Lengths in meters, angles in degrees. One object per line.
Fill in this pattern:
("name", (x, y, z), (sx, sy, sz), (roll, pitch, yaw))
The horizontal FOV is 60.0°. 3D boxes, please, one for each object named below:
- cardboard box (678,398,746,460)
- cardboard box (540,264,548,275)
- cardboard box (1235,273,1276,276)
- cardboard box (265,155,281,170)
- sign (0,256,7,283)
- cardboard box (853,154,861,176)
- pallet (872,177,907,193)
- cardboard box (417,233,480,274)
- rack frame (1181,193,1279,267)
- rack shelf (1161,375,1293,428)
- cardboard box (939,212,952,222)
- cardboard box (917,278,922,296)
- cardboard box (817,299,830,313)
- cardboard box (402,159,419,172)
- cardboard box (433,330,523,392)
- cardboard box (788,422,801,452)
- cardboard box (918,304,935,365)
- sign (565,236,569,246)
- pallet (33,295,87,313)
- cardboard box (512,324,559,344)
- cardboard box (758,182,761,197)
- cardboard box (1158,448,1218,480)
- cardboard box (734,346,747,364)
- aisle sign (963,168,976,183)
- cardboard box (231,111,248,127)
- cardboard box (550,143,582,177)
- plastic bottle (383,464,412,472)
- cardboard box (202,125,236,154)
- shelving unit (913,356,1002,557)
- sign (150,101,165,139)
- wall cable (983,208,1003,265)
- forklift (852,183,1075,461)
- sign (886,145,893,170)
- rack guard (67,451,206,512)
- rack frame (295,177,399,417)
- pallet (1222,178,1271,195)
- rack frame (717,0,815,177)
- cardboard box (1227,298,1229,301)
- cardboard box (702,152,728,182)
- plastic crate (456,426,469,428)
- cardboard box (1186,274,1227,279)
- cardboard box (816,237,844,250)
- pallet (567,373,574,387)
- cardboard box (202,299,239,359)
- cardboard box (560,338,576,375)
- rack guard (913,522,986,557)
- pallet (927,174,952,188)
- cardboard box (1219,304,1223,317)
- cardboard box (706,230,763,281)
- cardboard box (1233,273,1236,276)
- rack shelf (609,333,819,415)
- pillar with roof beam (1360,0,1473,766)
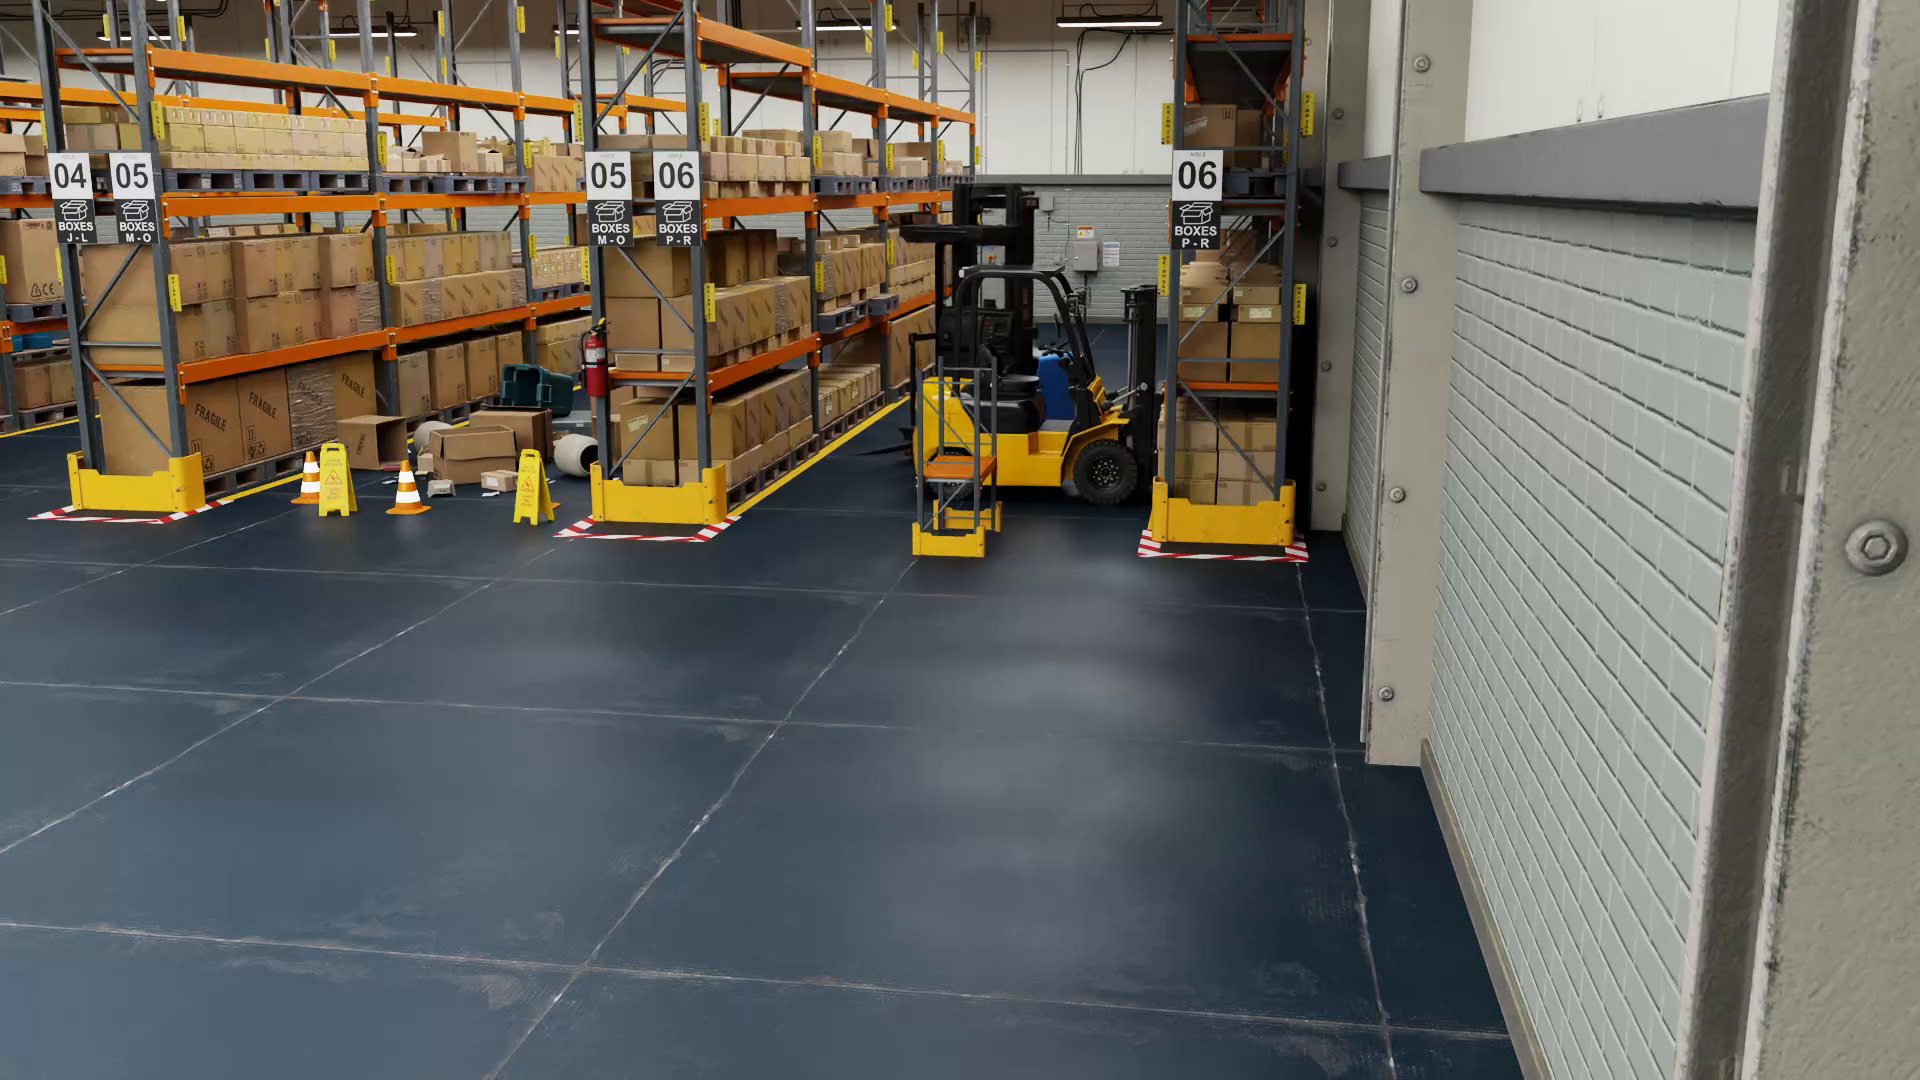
("cardboard box", (-2.292, -1.029, 15.398), (0.500, 0.500, 0.500), (1, 12, 7))
("cardboard box", (-6.056, -3.821, 23.495), (0.380, 0.149, 0.250), (2, 12, 11))
("cardboard box", (2.779, -2.428, 15.656), (0.380, 0.149, 0.250), (2, 12, 10))
("cardboard box", (-6.997, -3.751, 16.521), (0.380, 0.149, 0.250), (2, 12, 9))
("sign", (-11.332, -3.198, 19.659), (0.100, 0.325, 0.005), (2, 12, 9))
("cardboard box", (-1.458, -4.388, 19.474), (0.500, 0.250, 0.500), (2, 12, 8))
("pallet", (-1.415, -4.812, 22.532), (1.213, 0.211, 1.003), (2, 12, 11))
("cardboard box", (-6.601, -3.674, 21.312), (0.700, 0.500, 0.500), (2, 12, 8))
("rack frame", (2.828, -2.310, 17.592), (1.000, 3.000, 0.127), (2, 12, 9))
("rack shelf", (2.521, -1.542, 15.736), (1.077, 0.370, 4.000), (2, 12, 9))
("cardboard box", (-0.289, -5.364, 27.612), (0.380, 0.149, 0.250), (2, 12, 9))
("cardboard box", (-0.843, -3.750, 24.630), (0.500, 0.250, 0.500), (2, 12, 7))
("cardboard box", (-1.680, -2.657, 18.803), (0.380, 0.149, 0.250), (2, 12, 9))
("cardboard box", (-6.579, -4.415, 19.601), (0.250, 0.149, 0.380), (2, 12, 9))
("cardboard box", (-6.551, -2.424, 22.463), (1.050, 0.750, 0.750), (2, 12, 8))
("cardboard box", (-1.974, -1.088, 17.453), (0.500, 0.250, 0.500), (2, 12, 7))
("cardboard box", (-0.863, -3.170, 25.631), (0.875, 0.875, 0.875), (2, 12, 10))
("sign", (-6.291, -4.714, 26.692), (0.100, 0.325, 0.005), (2, 12, 9))
("pallet", (-11.518, -3.117, 21.790), (1.003, 0.211, 1.213), (2, 12, 9))
("cardboard box", (-6.023, -2.928, 23.615), (0.500, 0.250, 0.500), (1, 12, 6))
("cardboard box", (-2.125, -3.365, 15.962), (0.380, 0.149, 0.250), (2, 12, 7))
("cardboard box", (1.979, -0.694, 14.438), (0.500, 0.250, 0.500), (2, 12, 8))
("cardboard box", (-2.205, -1.735, 15.523), (0.380, 0.149, 0.250), (2, 12, 10))
("aisle sign", (0.086, -6.244, 29.675), (0.394, 0.787, 0.004), (2, 12, 9))
("cardboard box", (-7.076, -4.035, 15.946), (0.380, 0.149, 0.250), (2, 12, 8))
("cardboard box", (-6.121, -5.679, 24.865), (0.797, 0.503, 0.637), (2, 12, 8))
("plastic bottle", (-5.854, -0.752, 17.338), (0.283, 0.061, 0.133), (-2, 12, -11))
("cardboard box", (-7.194, -3.767, 15.649), (0.500, 0.250, 0.500), (2, 12, 8))
("shelving unit", (-0.012, -0.717, 13.762), (0.587, 1.500, 1.083), (2, 12, 9))
("sign", (-7.051, -3.690, 14.612), (0.100, 0.325, 0.005), (2, 12, 9))
("wall cable", (0.613, -6.655, 35.265), (0.585, 1.953, 0.123), (2, 12, 9))
("forklift", (0.049, -2.307, 17.740), (1.130, 2.935, 3.031), (9, 15, 35))
("sign", (-0.926, -5.004, 21.744), (0.100, 0.325, 0.005), (2, 12, 9))
("rack guard", (-7.603, -0.550, 15.358), (1.175, 0.500, 0.348), (2, 12, 9))
("rack frame", (-6.984, -2.609, 18.981), (1.000, 3.000, 0.127), (2, 12, 9))
("pallet", (2.951, -3.867, 18.150), (0.805, 0.209, 1.217), (1, 12, 6))
("rack frame", (-2.077, -5.403, 17.703), (1.000, 3.000, 0.127), (2, 12, 9))
("cardboard box", (2.438, -2.166, 16.686), (0.500, 0.500, 0.500), (2, 12, 10))
("cardboard box", (-2.352, -3.272, 14.585), (0.500, 0.250, 0.500), (2, 12, 8))
("plastic crate", (-5.716, -1.184, 18.906), (0.450, 0.188, 0.662), (-3, 8, 40))
("cardboard box", (2.290, -2.390, 15.478), (0.380, 0.149, 0.250), (2, 12, 9))
("cardboard box", (-1.590, -3.503, 19.646), (0.380, 0.149, 0.250), (3, 12, 12))
("pallet", (-6.247, -2.241, 23.893), (1.003, 0.211, 1.213), (2, 12, 9))
("cardboard box", (-7.524, -2.044, 16.001), (0.875, 0.550, 0.550), (2, 12, 9))
("cardboard box", (-5.934, -2.669, 24.195), (0.500, 0.500, 0.500), (2, 12, 9))
("rack guard", (-0.088, -0.003, 13.412), (0.587, 0.250, 0.087), (2, 12, 9))
("pallet", (-0.711, -5.728, 26.544), (1.003, 0.211, 1.213), (2, 12, 9))
("cardboard box", (2.100, -2.031, 14.519), (0.380, 0.149, 0.250), (2, 12, 10))
("cardboard box", (-2.459, -2.963, 17.305), (0.700, 0.500, 0.500), (2, 12, 9))
("cardboard box", (3.245, -2.902, 18.563), (0.380, 0.149, 0.250), (2, 12, 8))
("rack shelf", (-2.385, -1.702, 16.479), (1.077, 0.370, 4.000), (2, 12, 9))
("pillar with roof beam", (-1.966, -3.416, 8.485), (9.100, 9.000, 0.400), (2, 12, 9))
